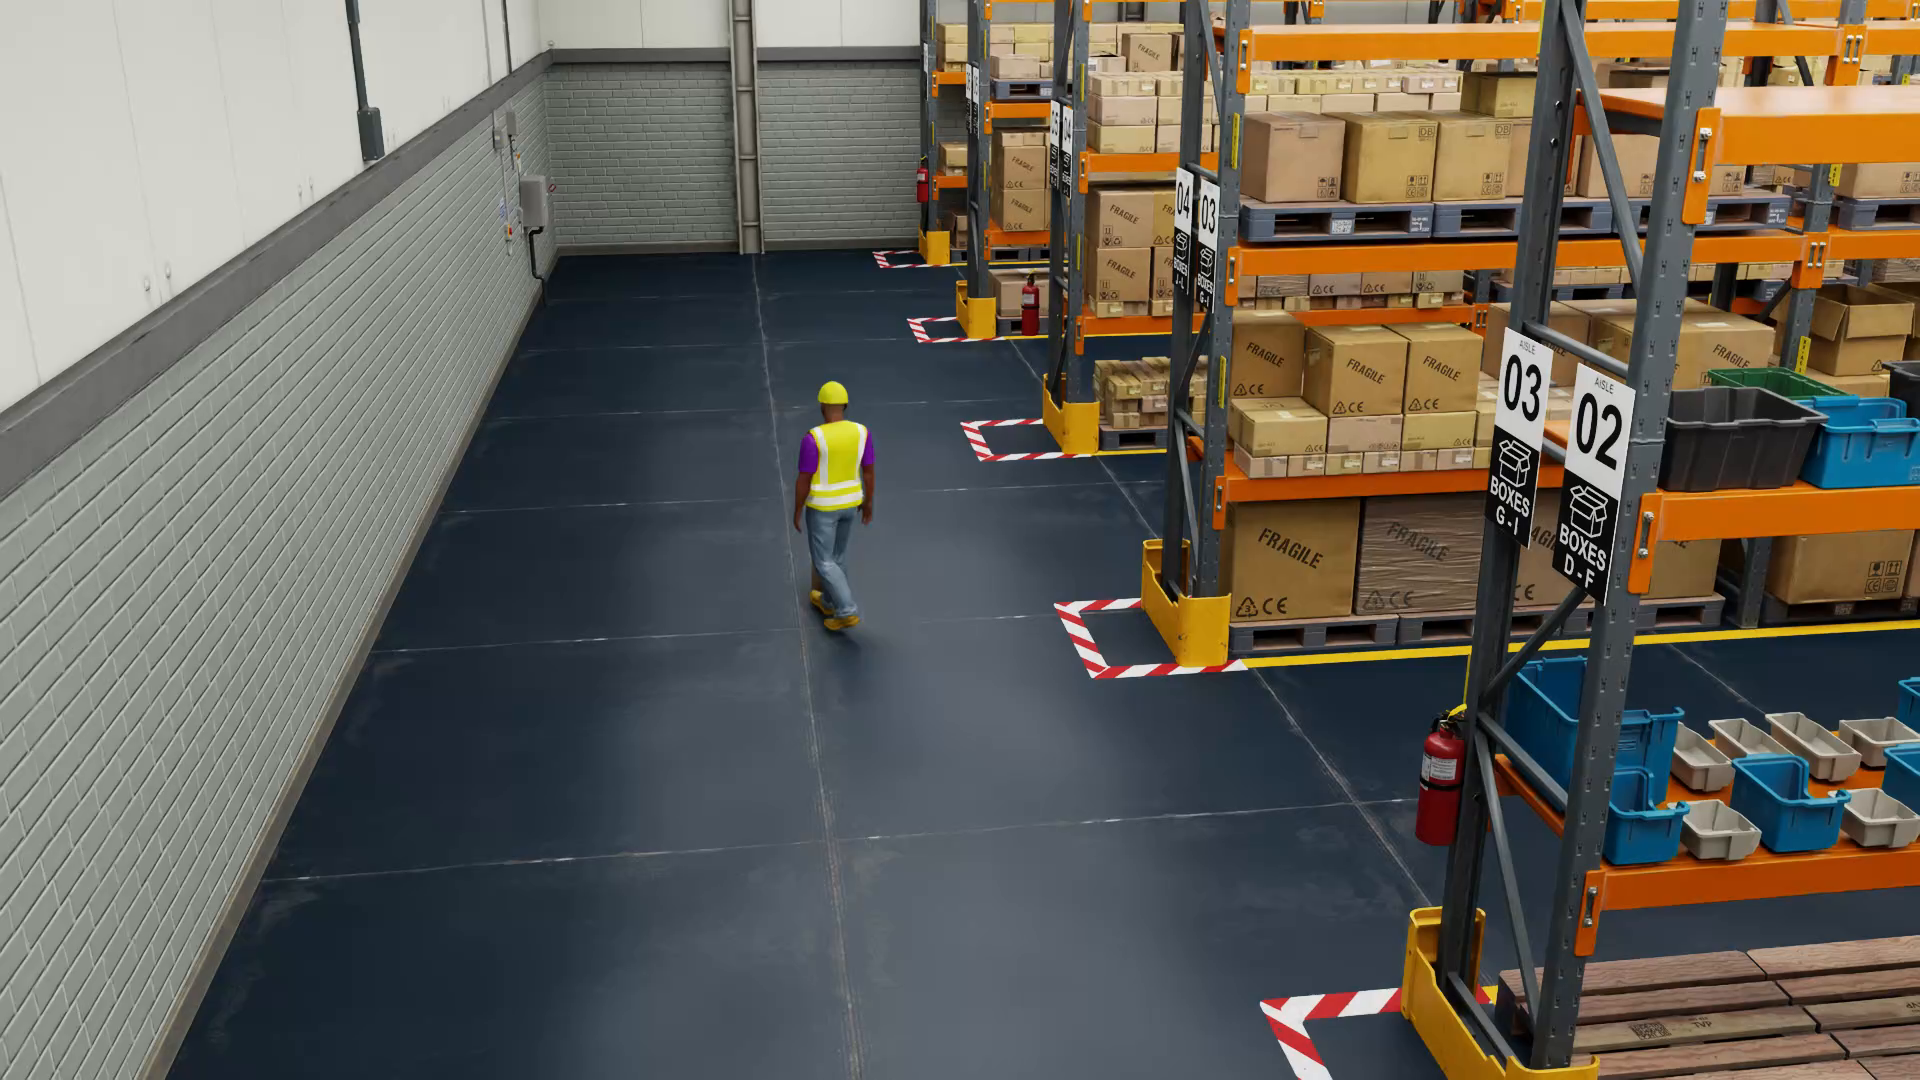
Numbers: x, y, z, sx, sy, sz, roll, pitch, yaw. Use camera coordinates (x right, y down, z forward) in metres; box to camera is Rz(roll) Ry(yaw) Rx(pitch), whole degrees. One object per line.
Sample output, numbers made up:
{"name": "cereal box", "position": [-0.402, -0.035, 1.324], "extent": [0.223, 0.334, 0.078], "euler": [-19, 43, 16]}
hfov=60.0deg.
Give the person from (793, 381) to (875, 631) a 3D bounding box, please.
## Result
{"name": "person", "position": [-0.900, -0.248, 11.725], "extent": [0.588, 1.770, 0.770], "euler": [-15, 25, -36]}
